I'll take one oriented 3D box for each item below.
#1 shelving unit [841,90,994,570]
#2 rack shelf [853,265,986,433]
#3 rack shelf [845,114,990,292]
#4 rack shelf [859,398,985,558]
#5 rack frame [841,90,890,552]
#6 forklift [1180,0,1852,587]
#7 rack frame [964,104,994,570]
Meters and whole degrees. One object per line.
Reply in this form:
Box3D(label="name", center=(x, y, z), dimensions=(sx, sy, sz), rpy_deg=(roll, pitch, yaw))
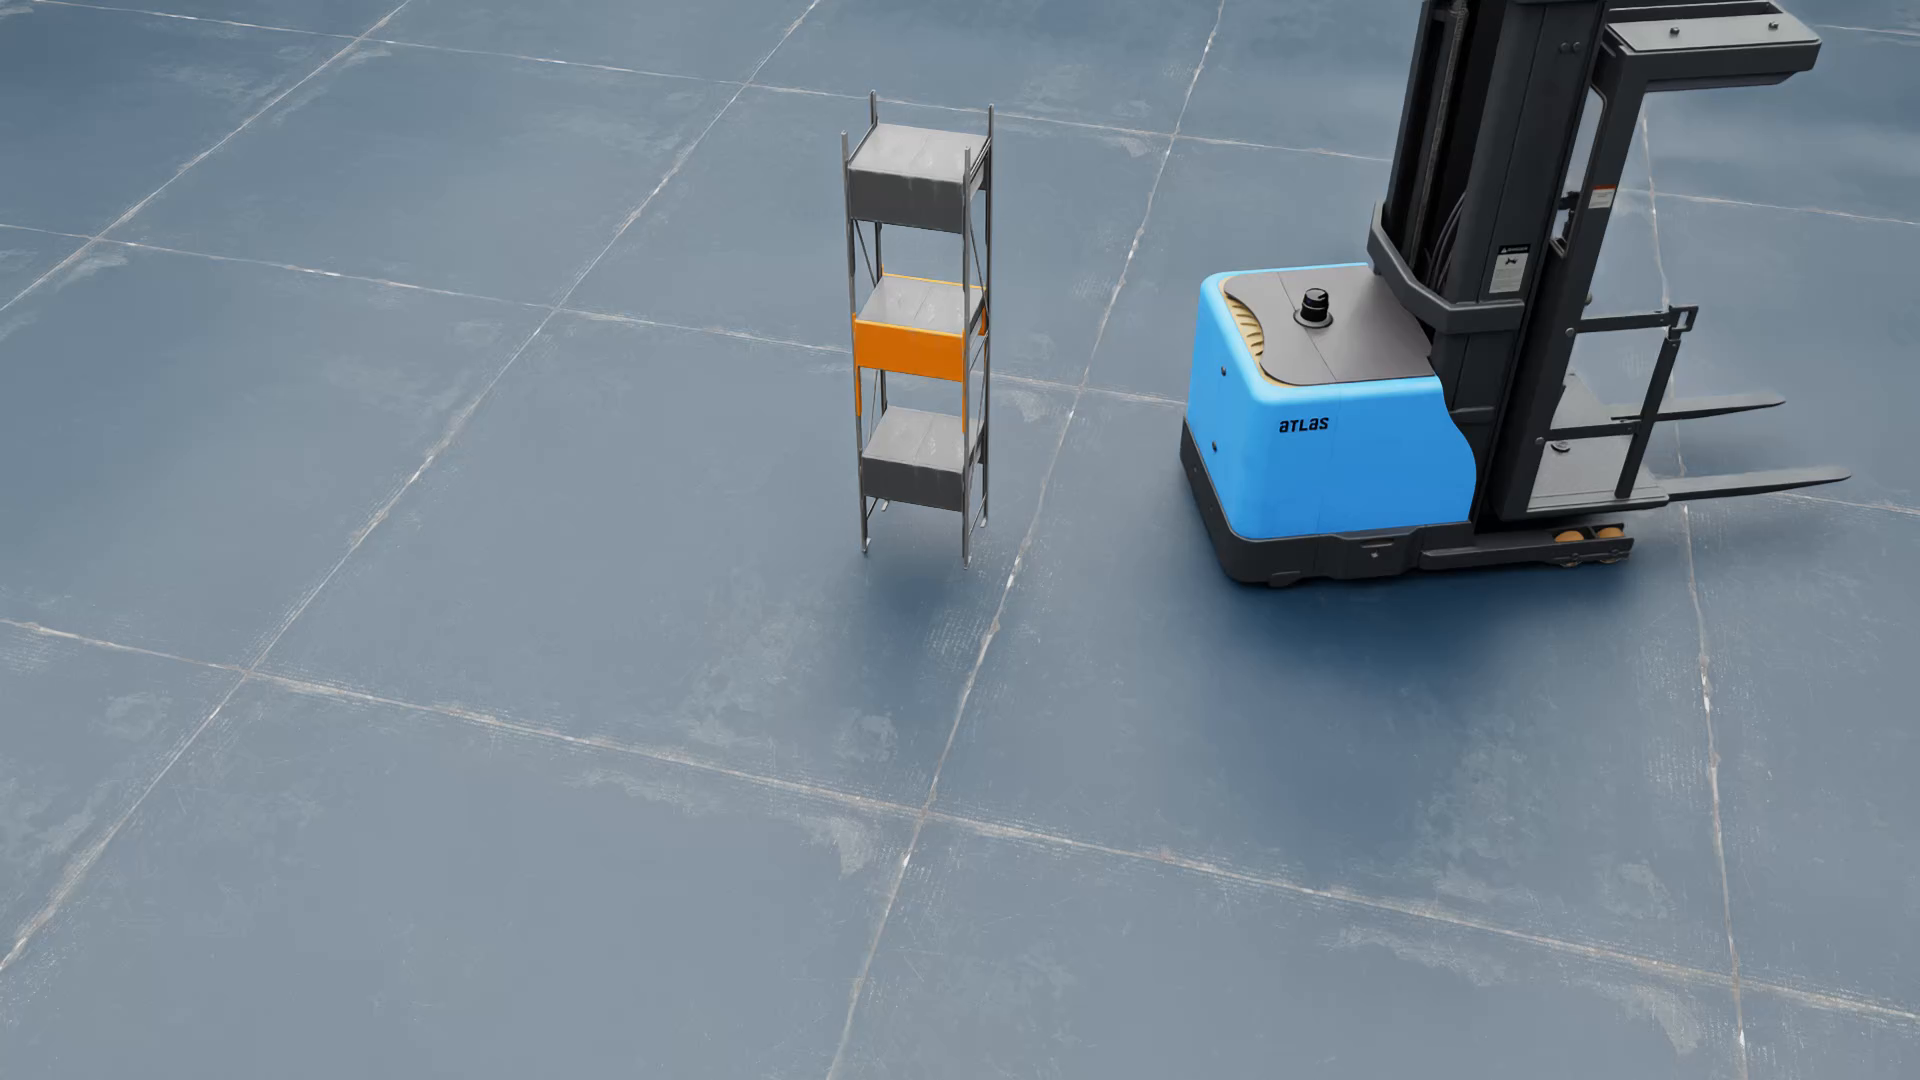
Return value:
Box3D(label="shelving unit", center=(-0.160, -0.832, 7.132), dimensions=(0.503, 2.100, 0.431), rpy_deg=(10, 41, 11))
Box3D(label="rack shelf", center=(-0.160, -0.821, 7.141), dimensions=(0.480, 0.518, 0.431), rpy_deg=(10, 41, 11))
Box3D(label="rack shelf", center=(-0.160, -1.357, 6.691), dimensions=(0.480, 0.518, 0.431), rpy_deg=(10, 41, 11))
Box3D(label="rack shelf", center=(-0.160, -0.285, 7.591), dimensions=(0.480, 0.518, 0.431), rpy_deg=(10, 41, 11))
Box3D(label="rack frame", center=(-0.396, -0.872, 7.180), dimensions=(0.015, 2.100, 0.400), rpy_deg=(10, 41, 11))
Box3D(label="forklift", center=(2.635, -1.333, 7.083), dimensions=(3.031, 2.935, 1.130), rpy_deg=(-5, 40, -6))
Box3D(label="rack frame", center=(0.076, -0.791, 7.084), dimensions=(0.015, 2.100, 0.400), rpy_deg=(10, 41, 11))
